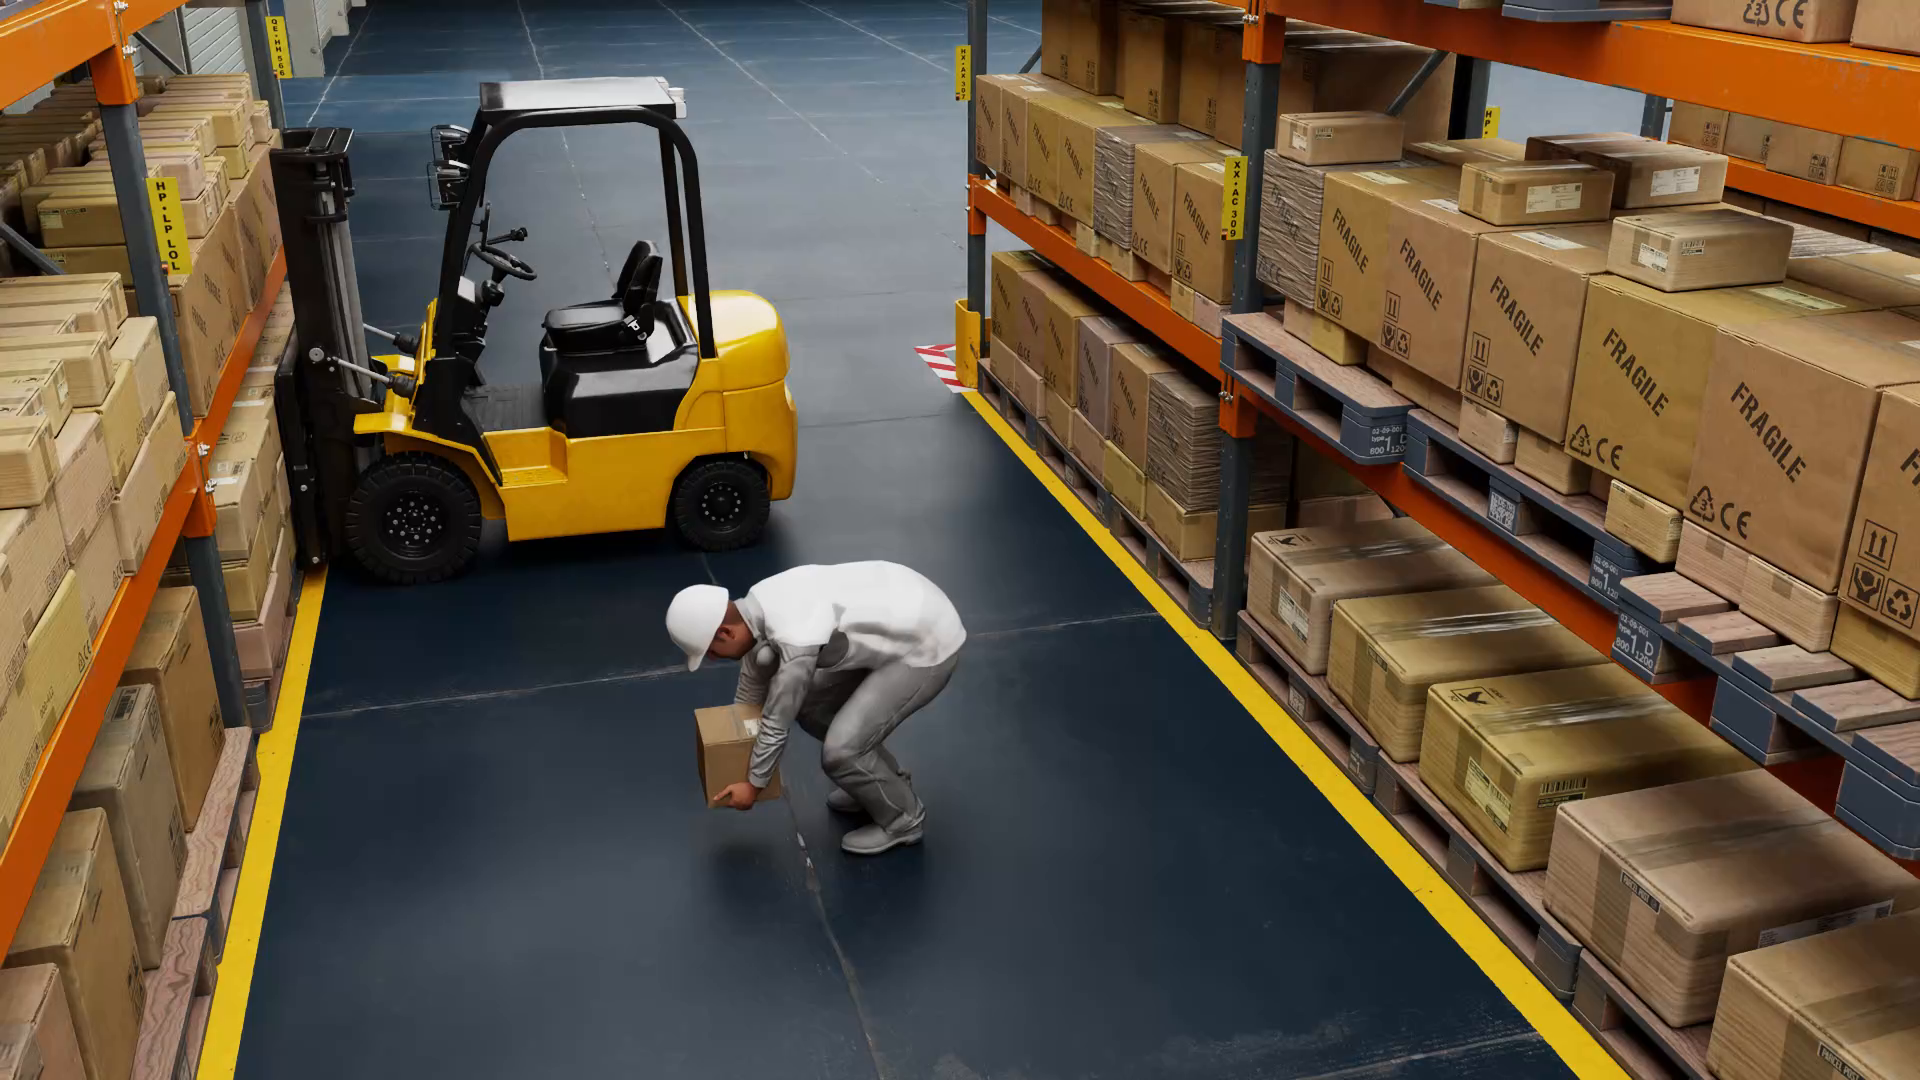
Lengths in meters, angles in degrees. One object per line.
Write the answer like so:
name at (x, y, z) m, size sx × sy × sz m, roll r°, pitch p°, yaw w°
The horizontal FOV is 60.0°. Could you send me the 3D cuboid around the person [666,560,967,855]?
person at (-0.480, 0.570, 5.688) m, size 0.997 × 1.011 × 0.515 m, roll -7°, pitch 24°, yaw -17°
